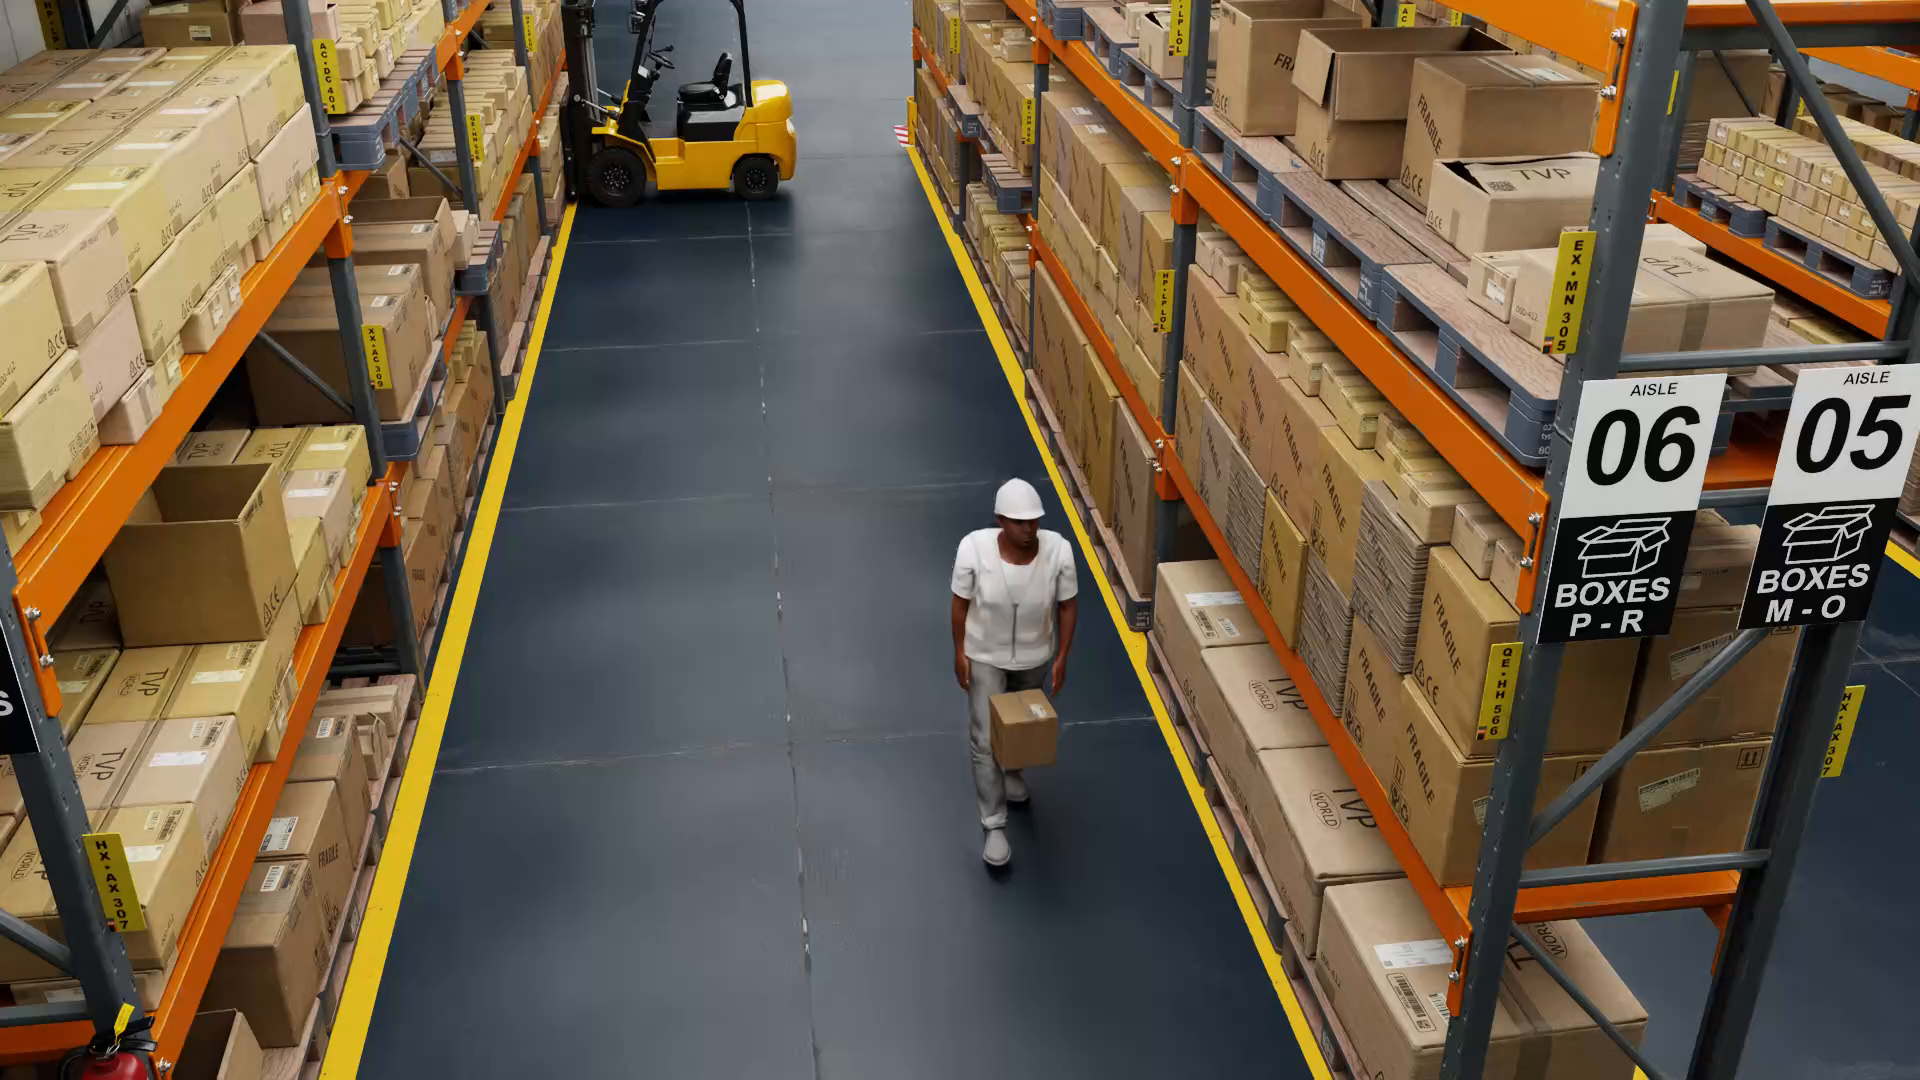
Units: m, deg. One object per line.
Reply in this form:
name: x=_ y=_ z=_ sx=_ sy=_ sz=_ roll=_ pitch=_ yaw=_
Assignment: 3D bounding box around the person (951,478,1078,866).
person: x=0.264 y=0.549 z=7.495 sx=0.572 sy=1.740 sz=0.834 roll=-4 pitch=27 yaw=-9
